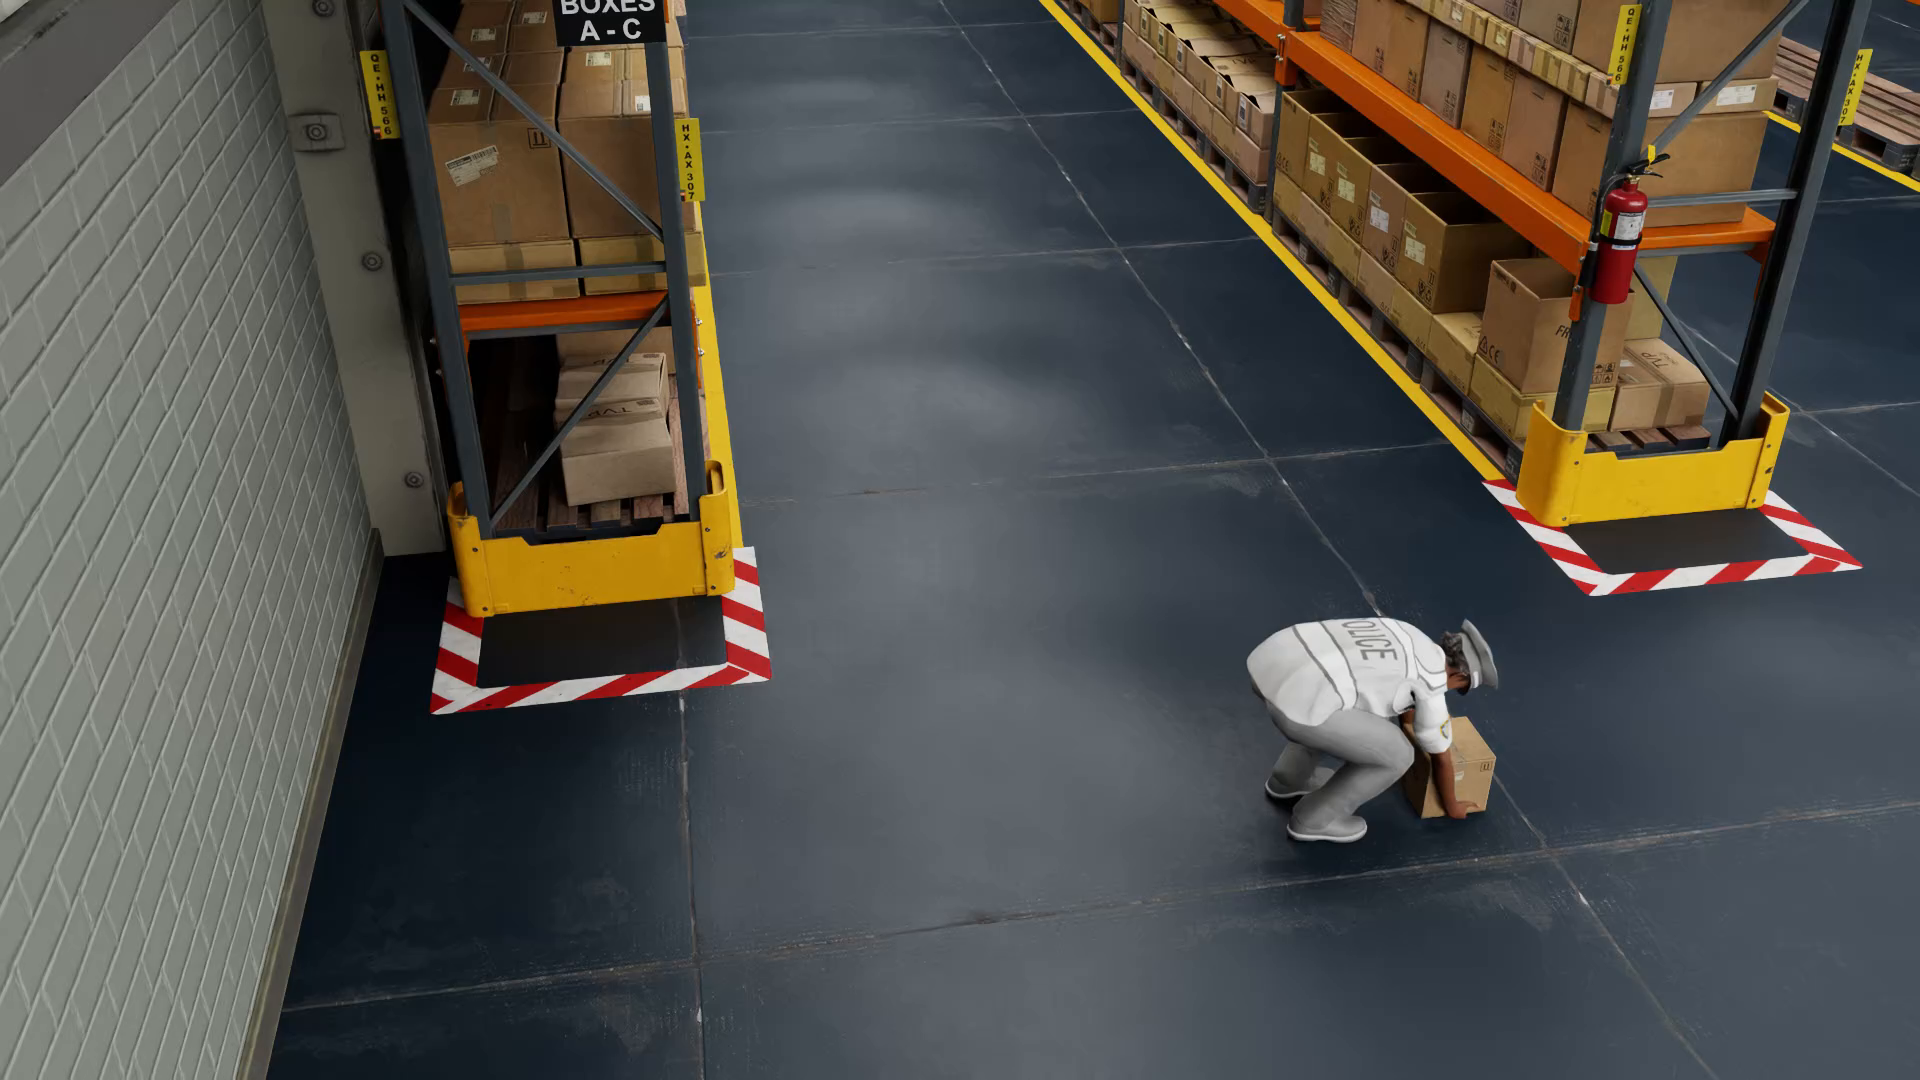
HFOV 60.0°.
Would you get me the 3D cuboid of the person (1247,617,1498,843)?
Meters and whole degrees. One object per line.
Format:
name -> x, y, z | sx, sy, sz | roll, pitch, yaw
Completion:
person -> 1.458, 0.647, 5.923 | 0.922, 0.812, 0.469 | -6, 31, -11
